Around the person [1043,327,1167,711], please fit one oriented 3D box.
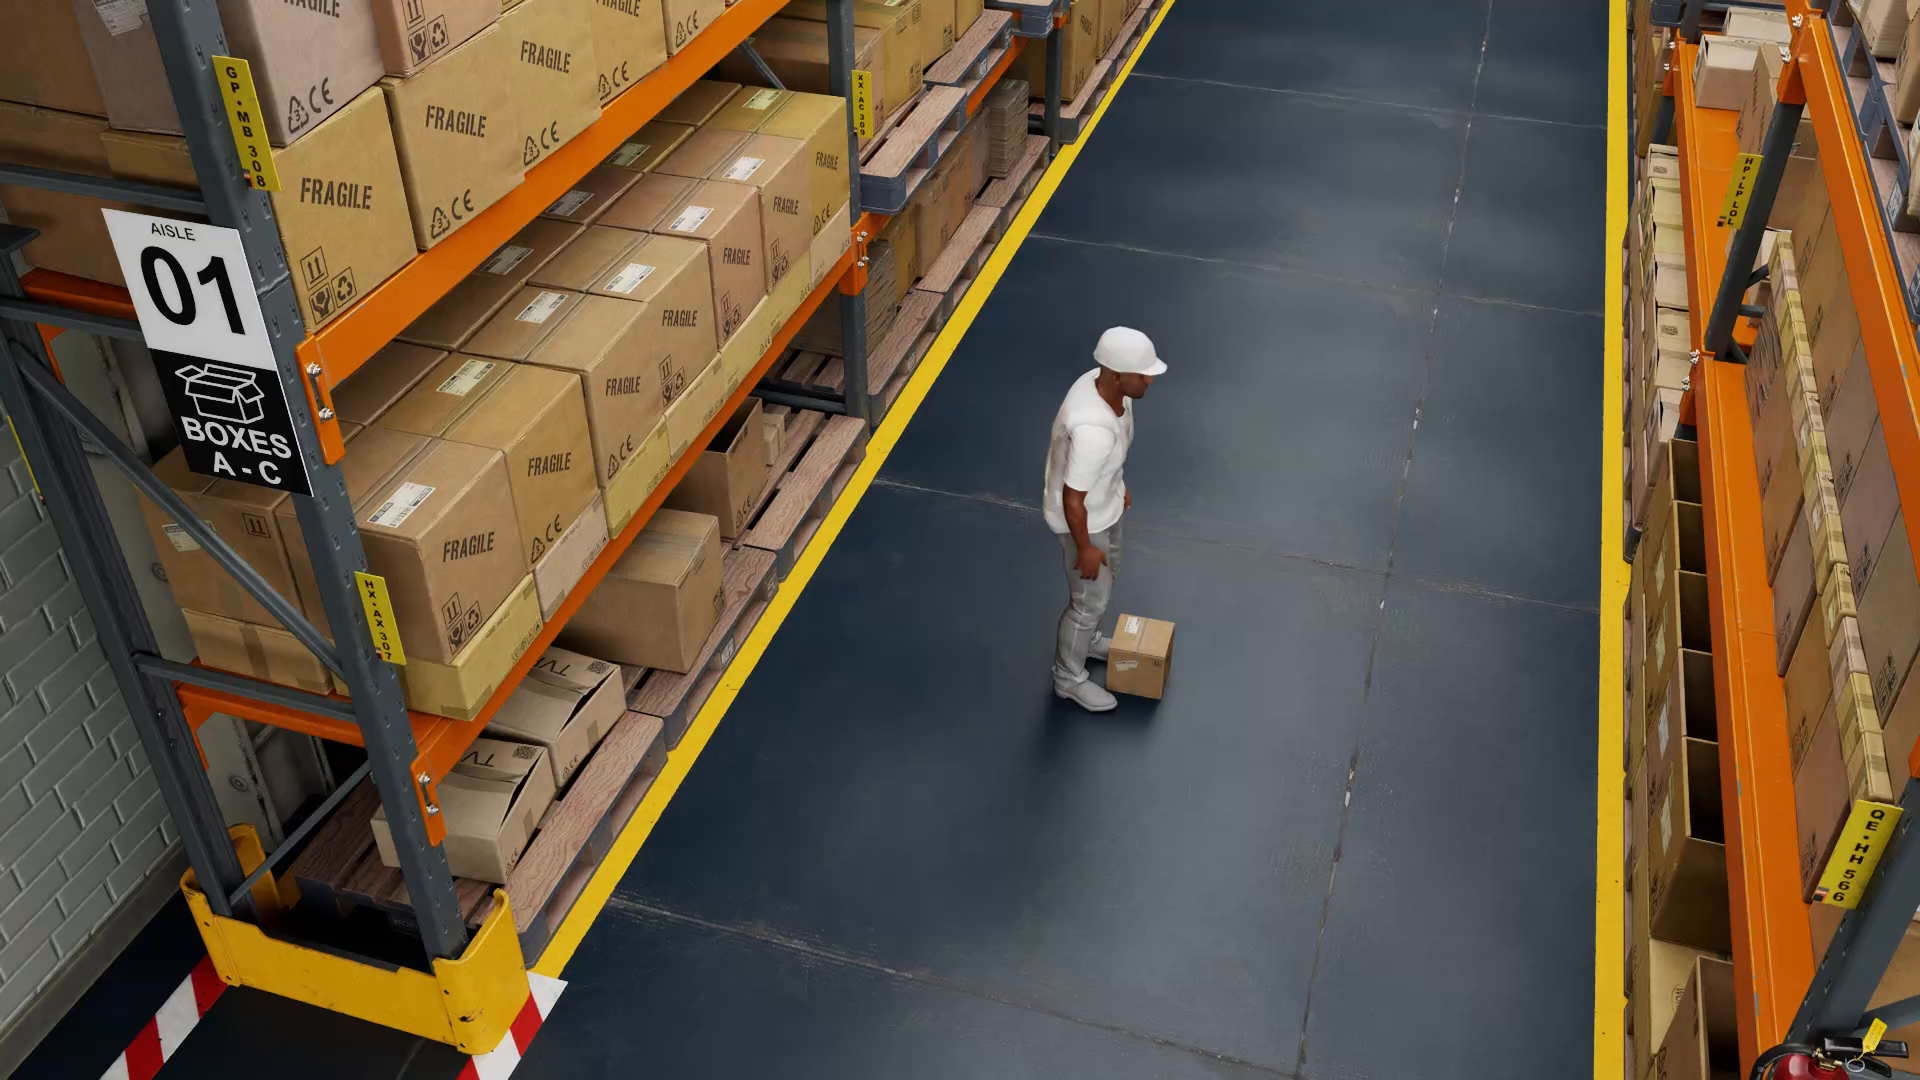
[{"bbox_3d":[0.588,-0.116,7.030,0.459,1.761,0.626,11,38,14],"label":"person"}]
